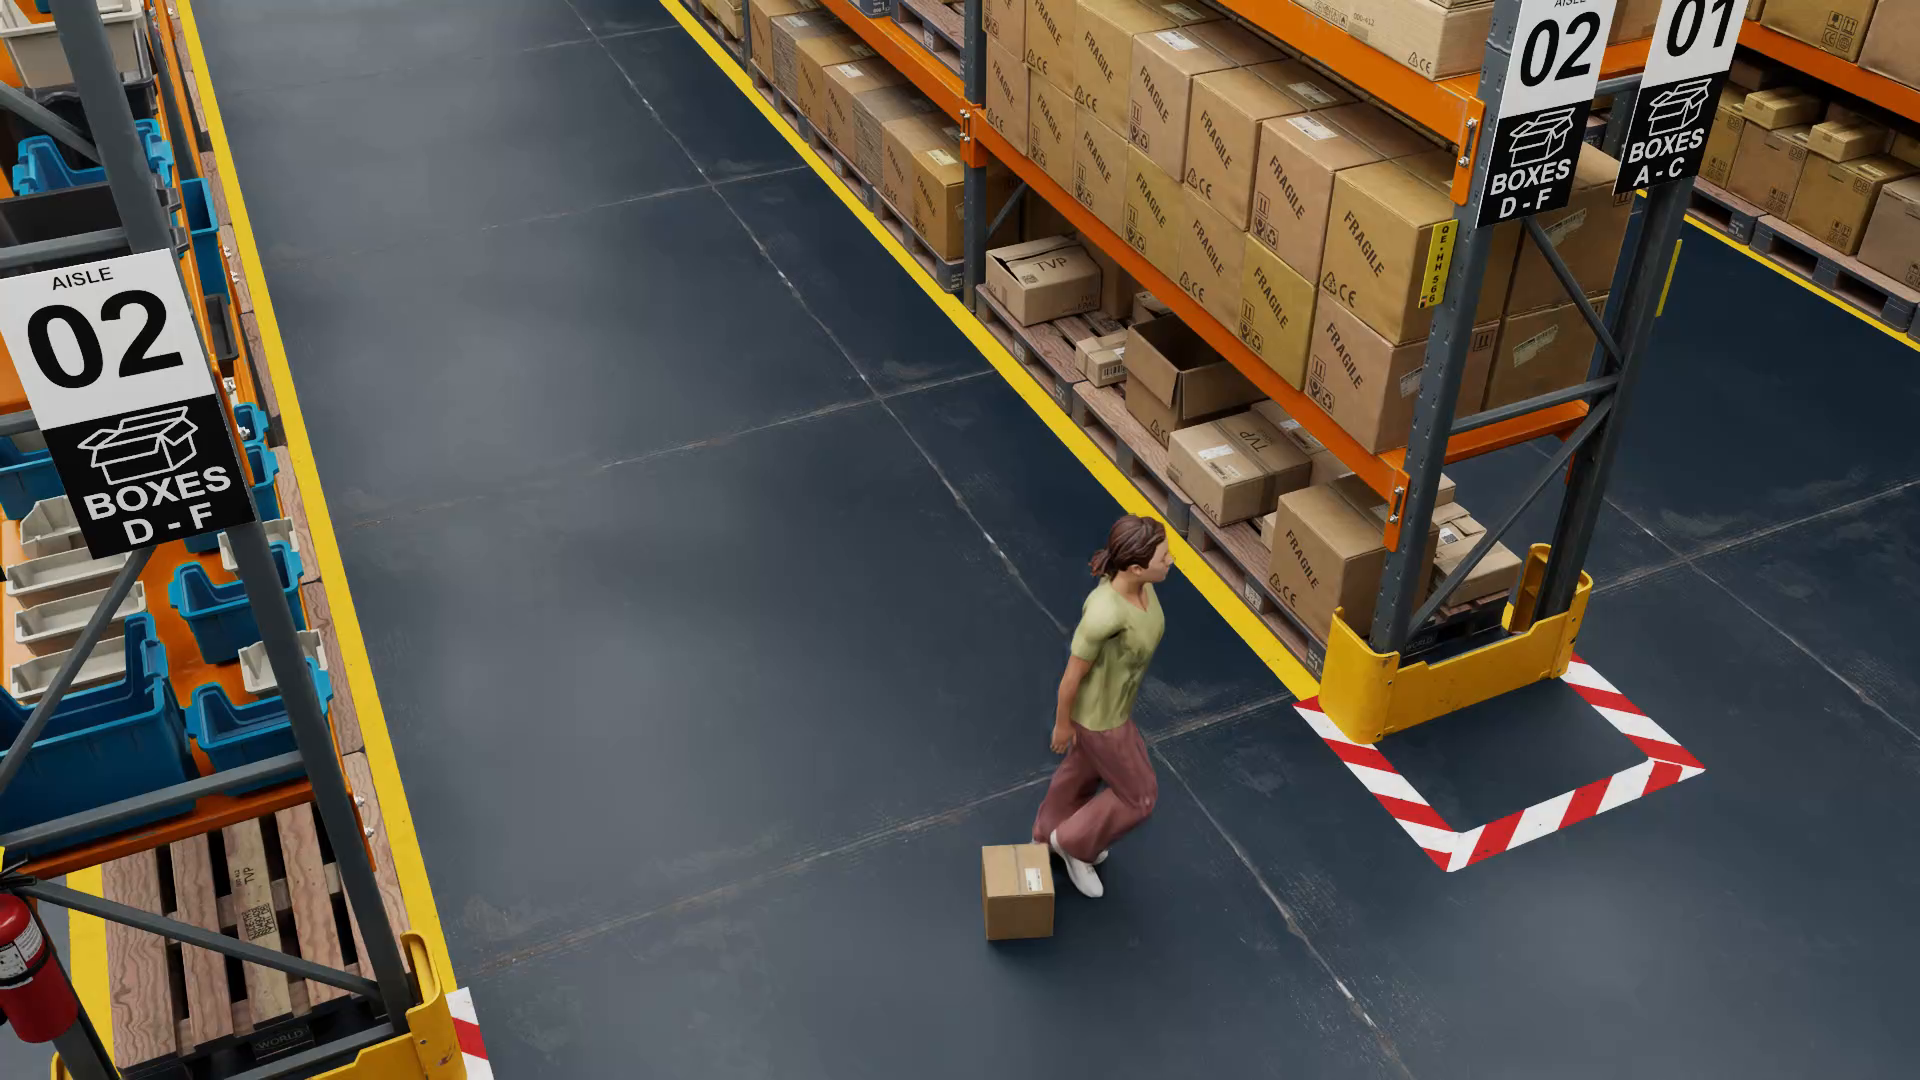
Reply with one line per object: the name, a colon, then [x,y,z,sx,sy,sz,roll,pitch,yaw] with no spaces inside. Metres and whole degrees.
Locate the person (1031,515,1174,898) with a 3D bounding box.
person: [0.526,0.589,6.060,0.500,1.651,0.482,11,39,14]
